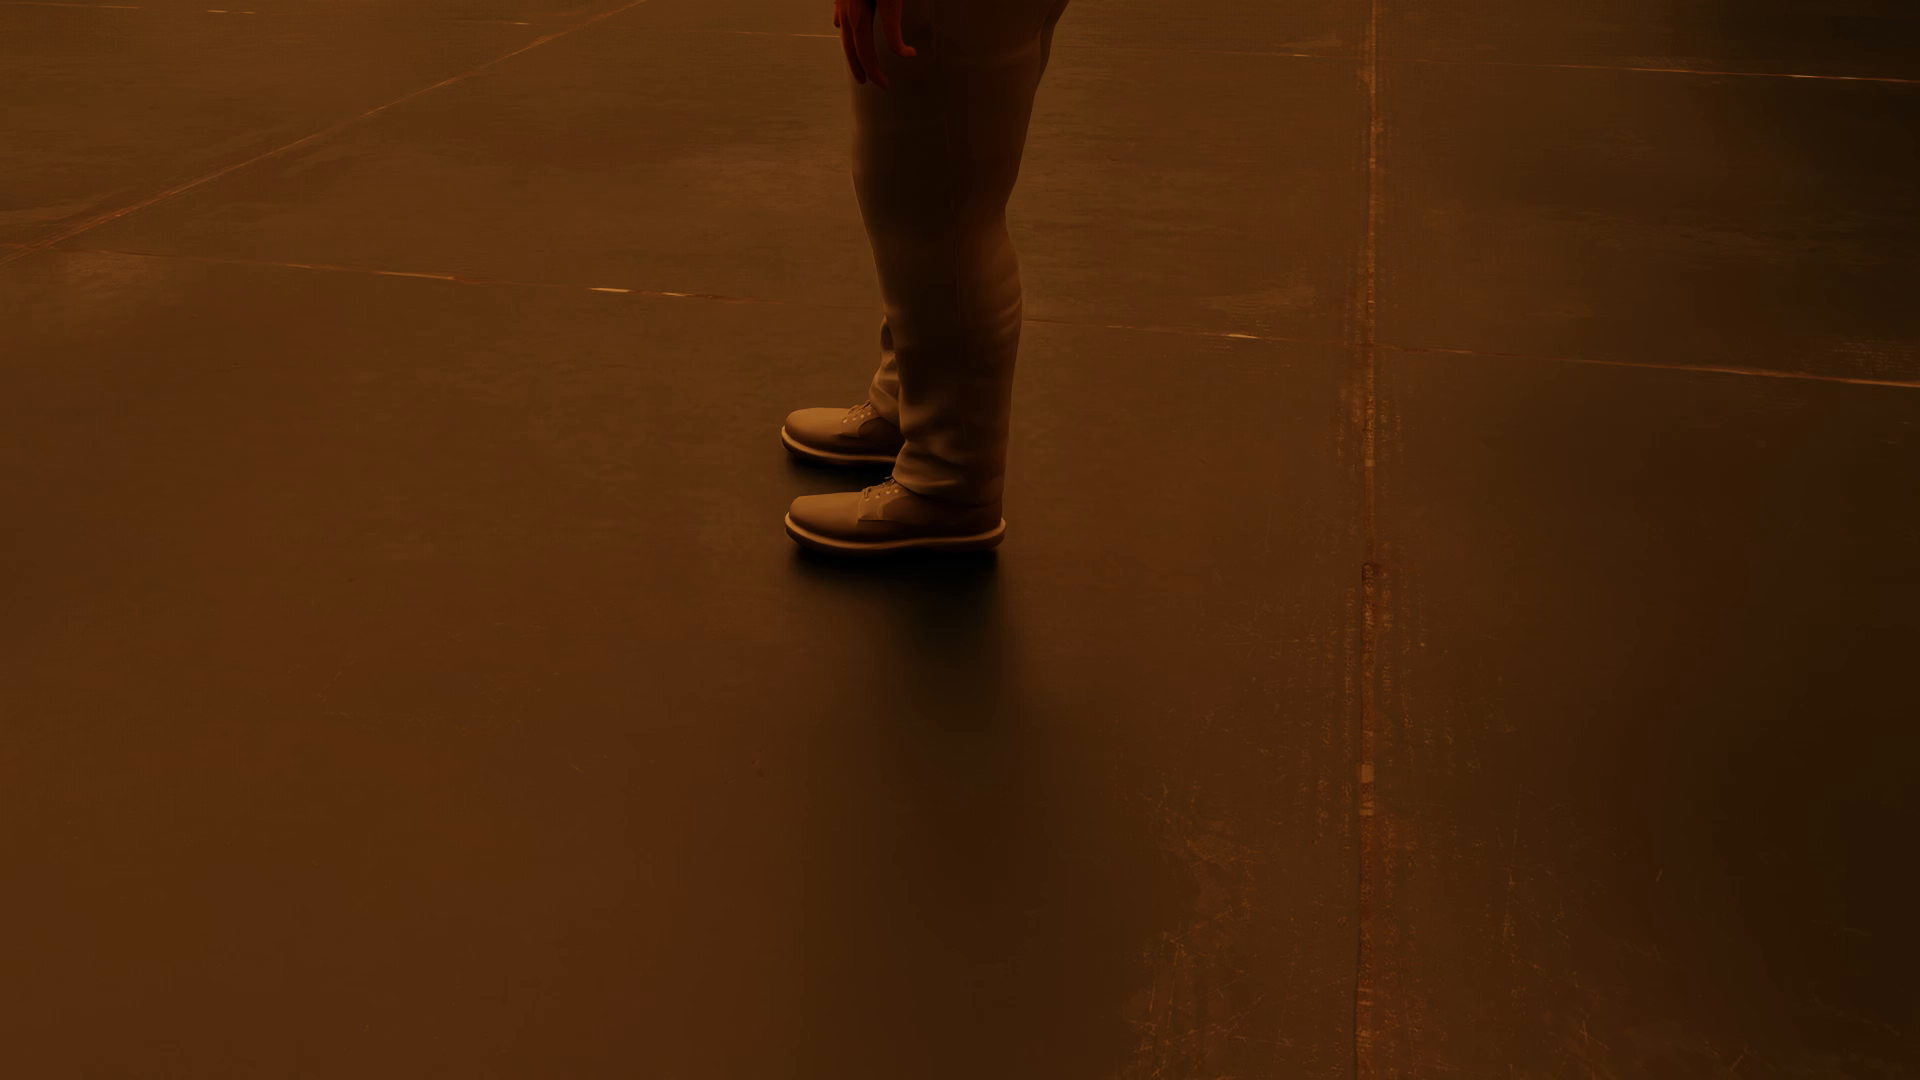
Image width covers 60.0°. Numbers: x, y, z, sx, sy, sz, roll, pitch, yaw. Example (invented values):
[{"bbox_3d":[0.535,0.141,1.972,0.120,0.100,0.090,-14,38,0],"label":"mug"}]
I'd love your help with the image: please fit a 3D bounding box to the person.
[{"bbox_3d":[-0.073,-0.815,2.121,0.575,1.781,0.640,6,27,11],"label":"person"}]
